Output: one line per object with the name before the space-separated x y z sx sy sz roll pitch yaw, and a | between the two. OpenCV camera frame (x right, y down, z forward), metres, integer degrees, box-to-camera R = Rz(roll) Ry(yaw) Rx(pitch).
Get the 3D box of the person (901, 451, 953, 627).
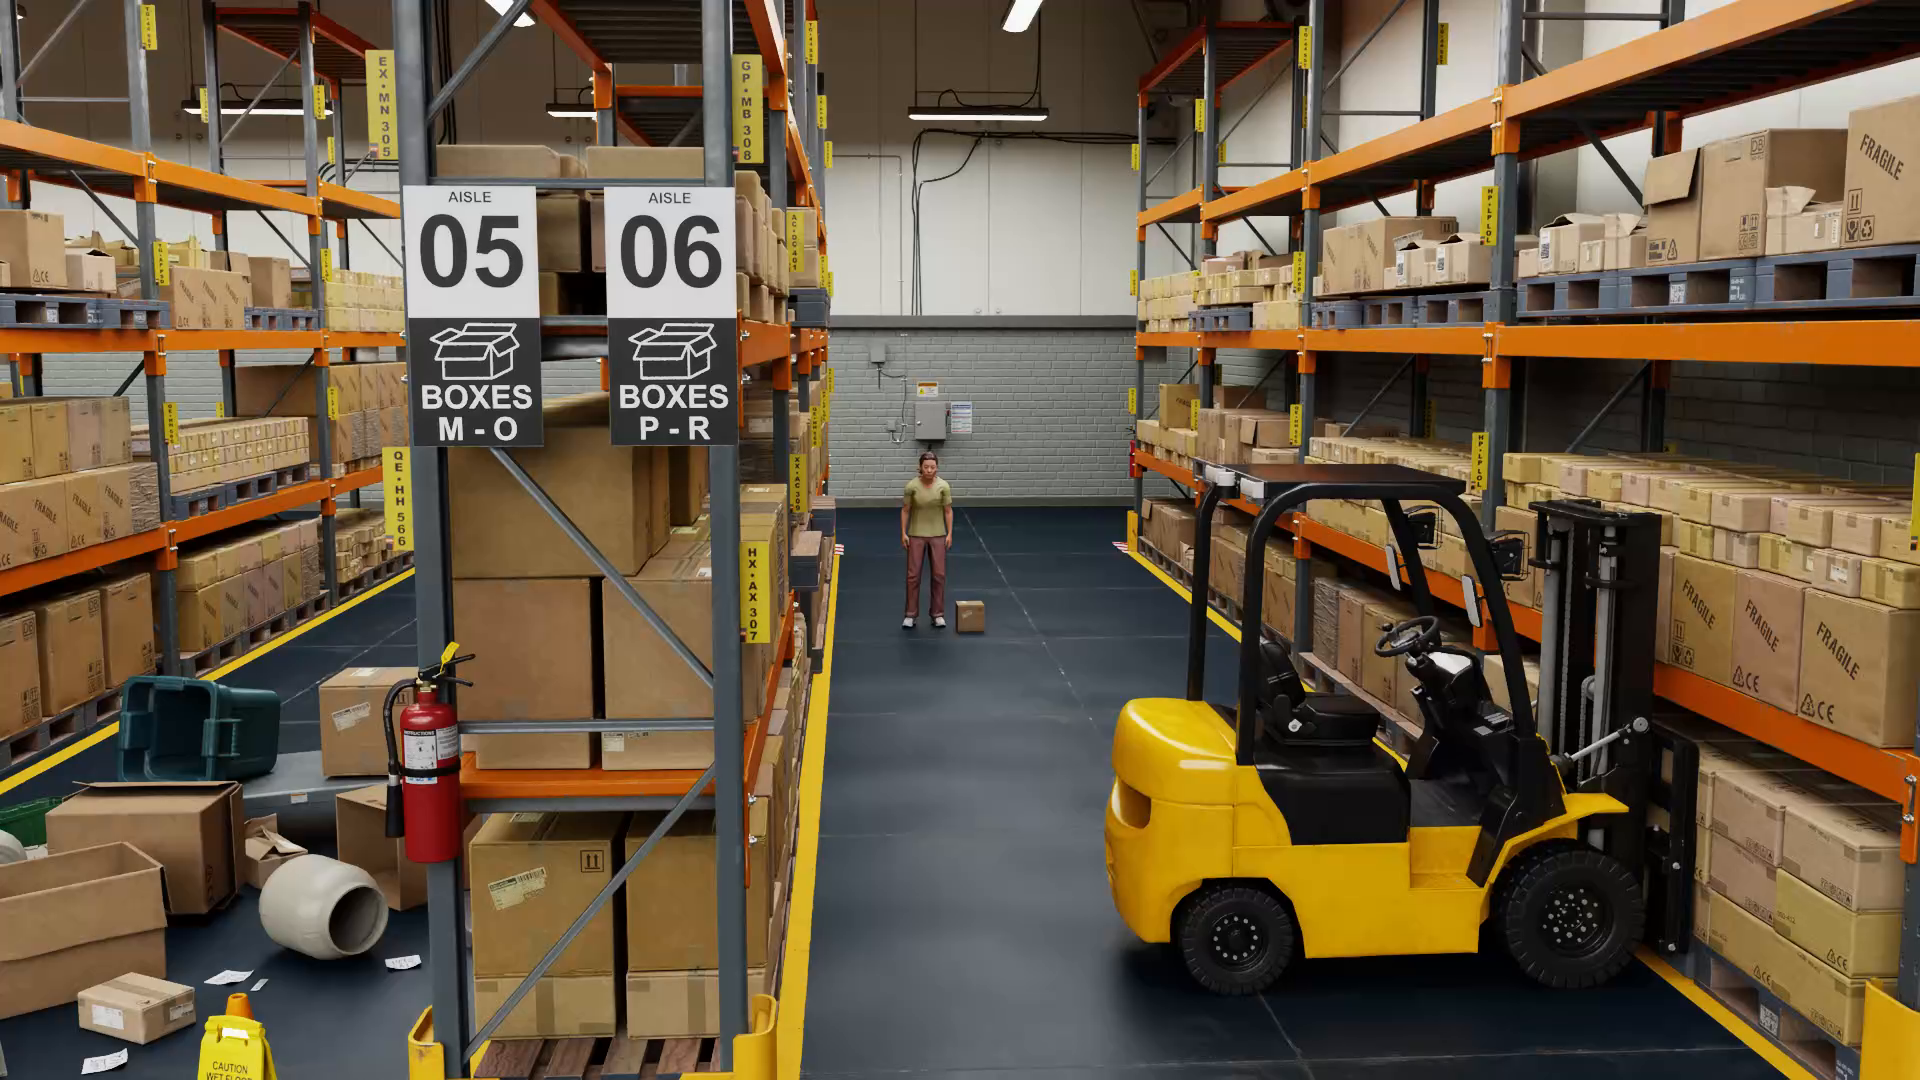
person | -0.314 -0.014 15.869 0.498 1.672 0.360 0 7 -4
